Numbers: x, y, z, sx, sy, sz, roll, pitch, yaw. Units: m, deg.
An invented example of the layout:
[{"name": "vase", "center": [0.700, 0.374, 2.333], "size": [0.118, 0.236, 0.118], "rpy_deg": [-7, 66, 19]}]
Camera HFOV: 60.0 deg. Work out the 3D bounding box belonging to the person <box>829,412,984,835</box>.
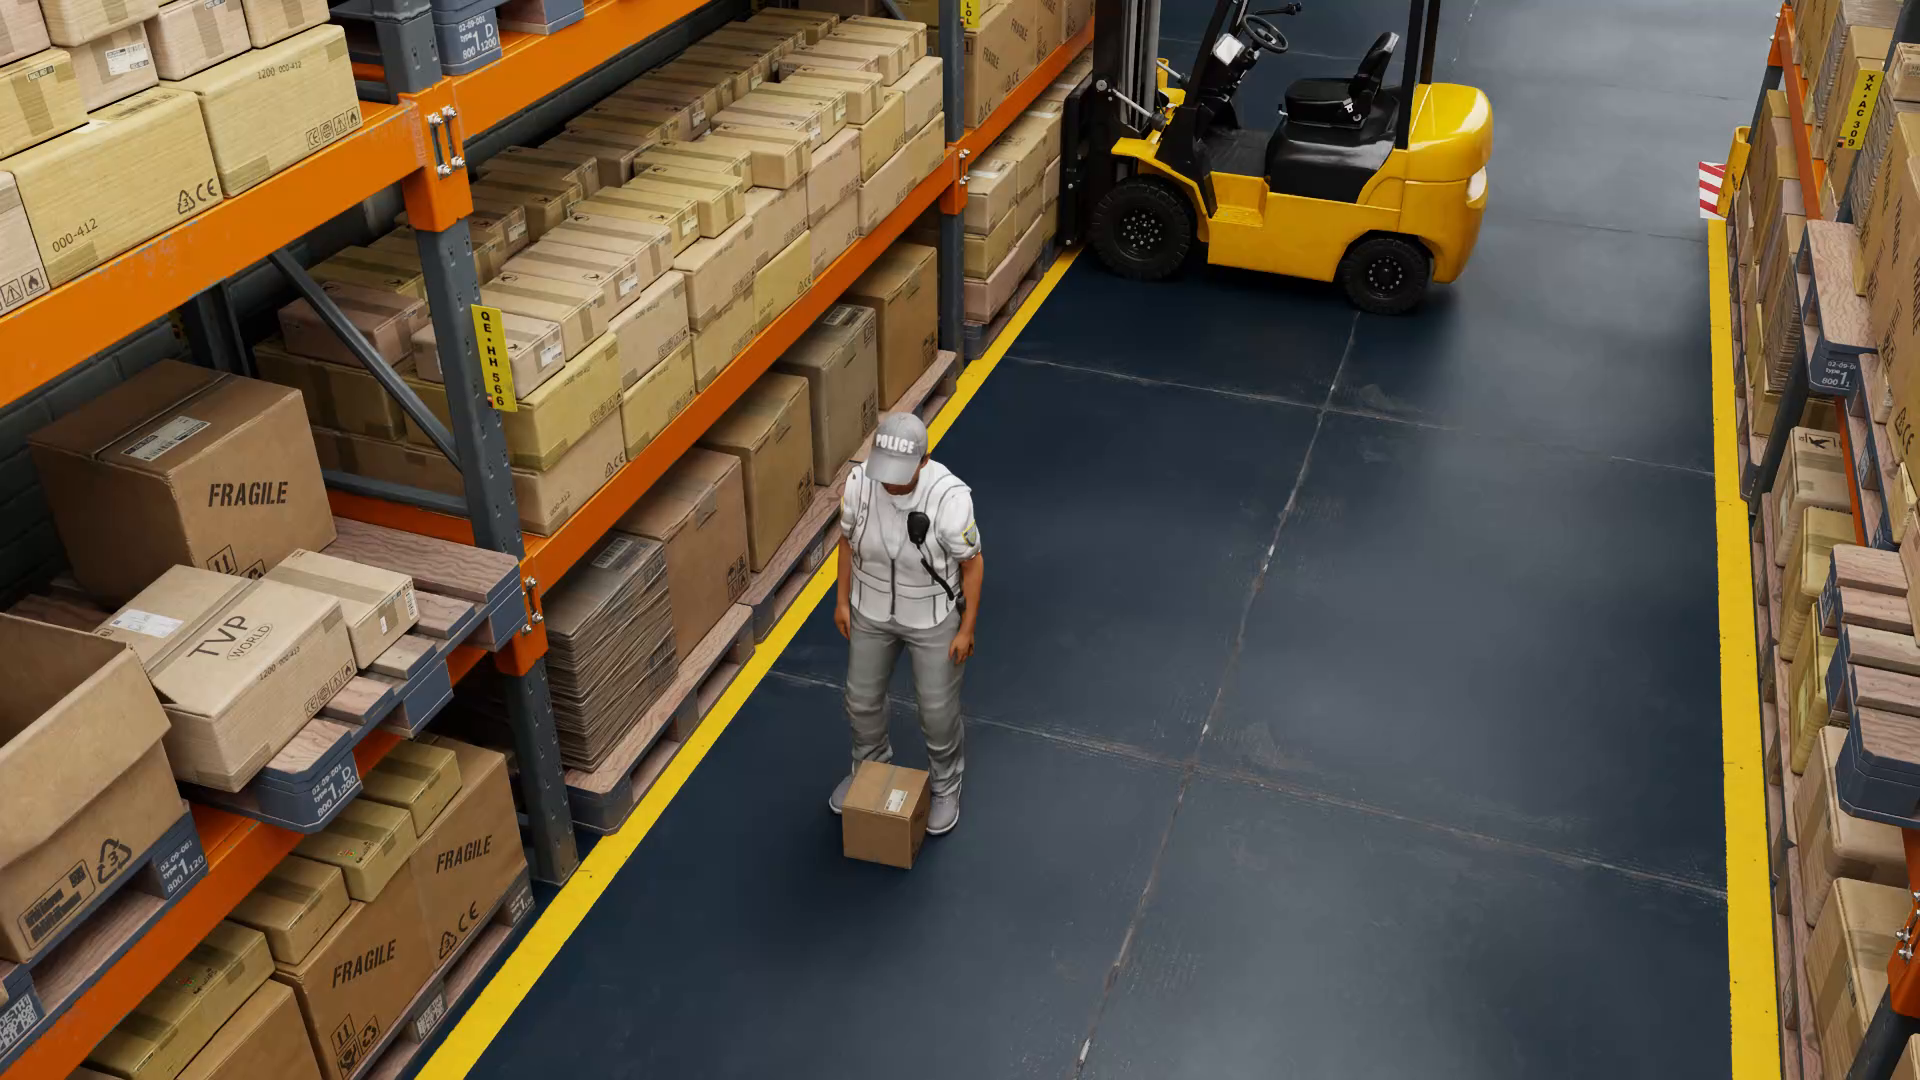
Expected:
[{"name": "person", "center": [-0.194, 0.272, 5.724], "size": [0.537, 1.665, 0.469], "rpy_deg": [11, 35, 16]}]
